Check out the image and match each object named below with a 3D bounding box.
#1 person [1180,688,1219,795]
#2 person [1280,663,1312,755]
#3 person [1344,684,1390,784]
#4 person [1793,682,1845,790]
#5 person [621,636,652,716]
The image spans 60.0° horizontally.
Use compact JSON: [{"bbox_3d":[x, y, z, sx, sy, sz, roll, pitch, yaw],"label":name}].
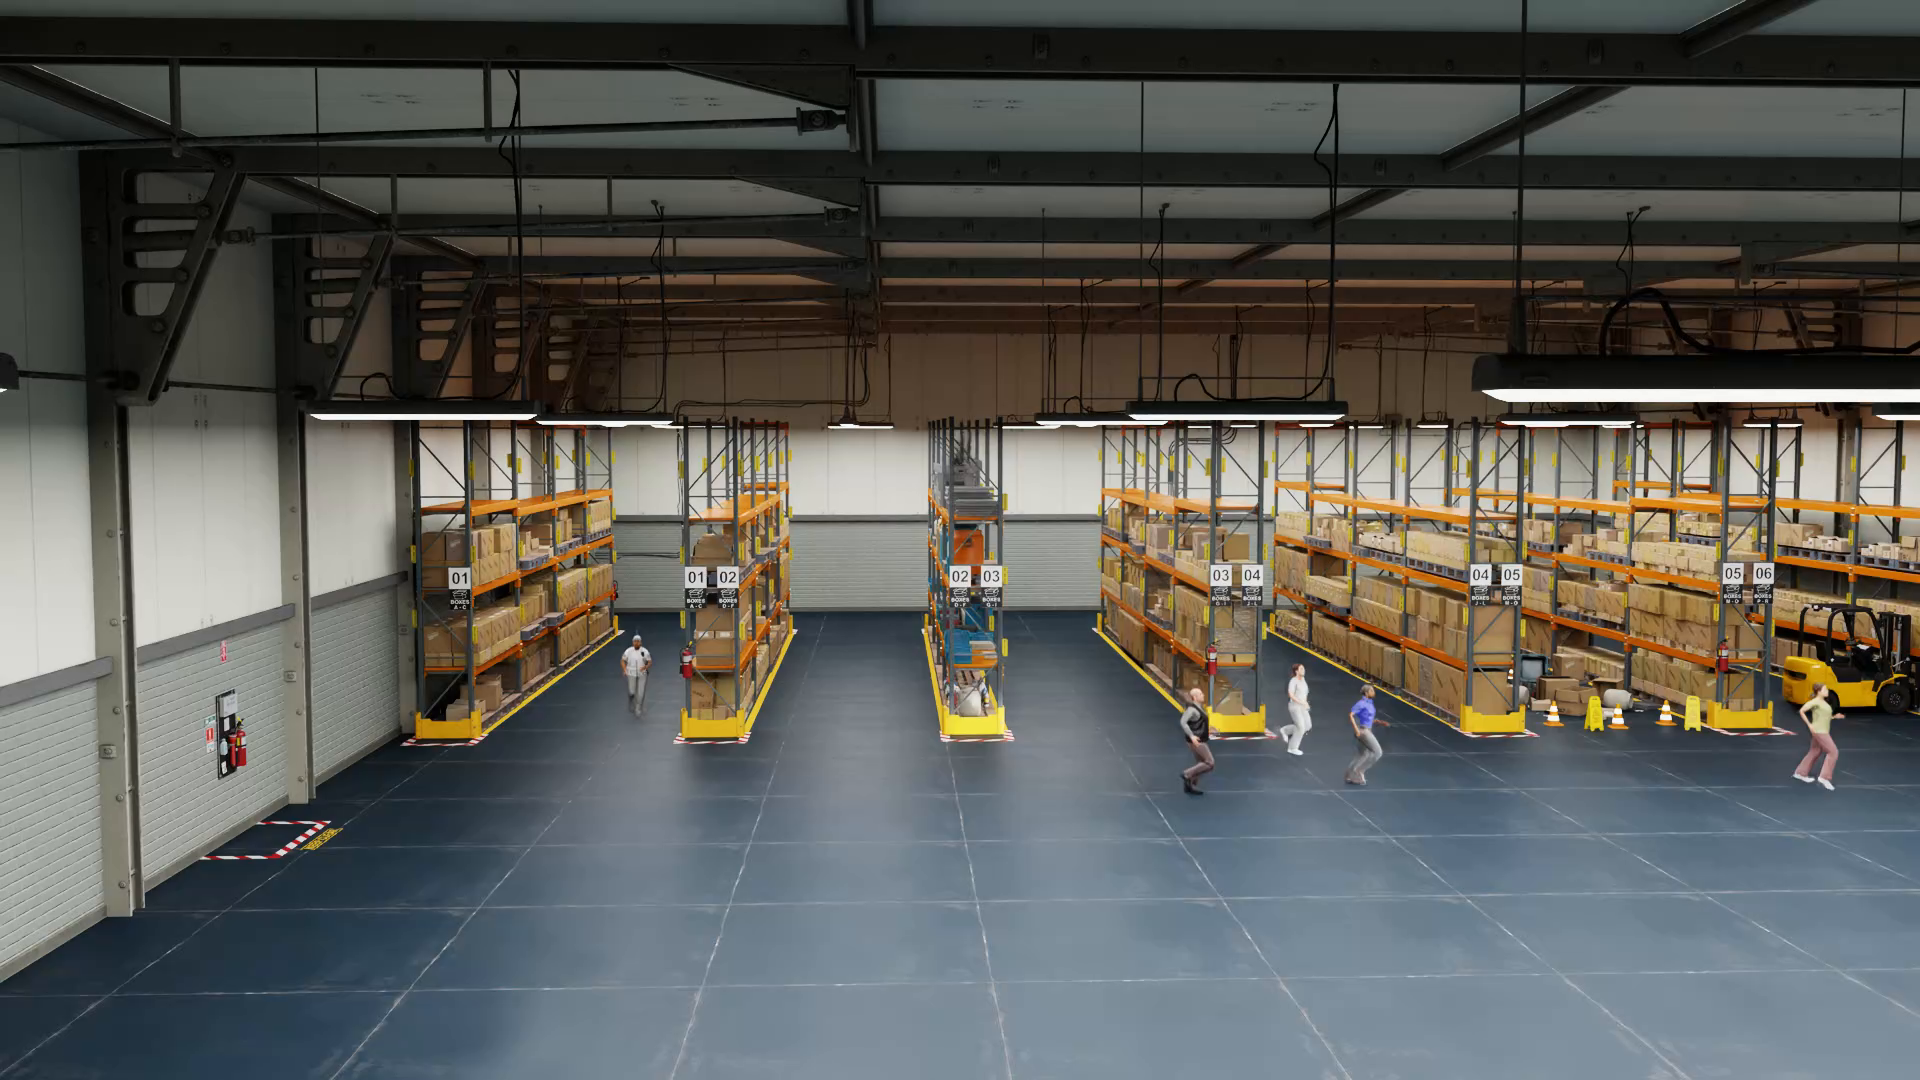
[{"bbox_3d":[3.779,3.176,26.152,0.566,1.682,0.650,1,4,19],"label":"person"},{"bbox_3d":[5.989,2.991,29.580,0.635,1.631,0.595,3,5,38],"label":"person"},{"bbox_3d":[6.596,3.148,26.933,0.715,1.597,0.543,2,4,22],"label":"person"},{"bbox_3d":[13.818,3.142,26.753,0.723,1.721,0.543,3,5,37],"label":"person"},{"bbox_3d":[-6.486,2.731,33.366,0.606,1.620,0.556,-1,4,-12],"label":"person"}]
